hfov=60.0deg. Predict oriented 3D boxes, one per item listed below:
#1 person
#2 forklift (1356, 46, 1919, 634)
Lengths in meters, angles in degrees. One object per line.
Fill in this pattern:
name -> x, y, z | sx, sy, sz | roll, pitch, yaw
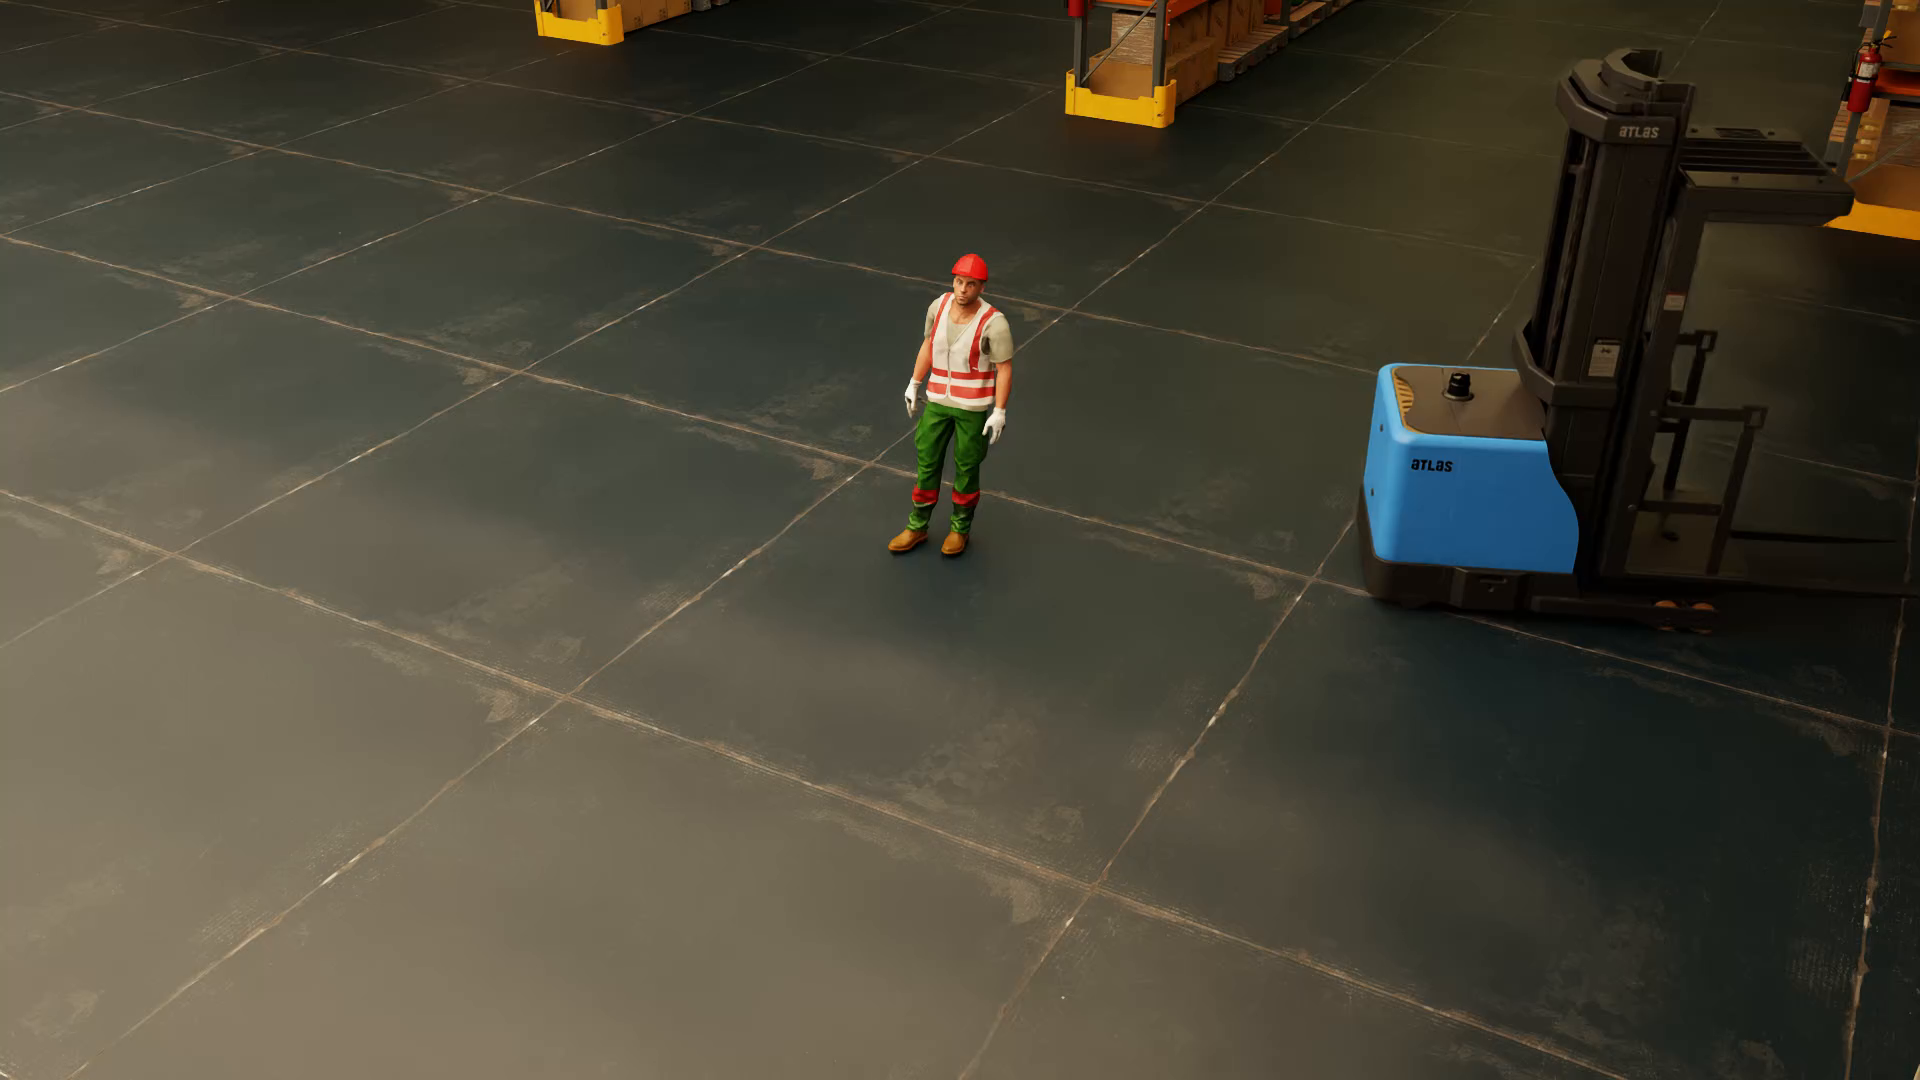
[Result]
person -> -0.049, -0.749, 9.496 | 0.638, 1.787, 0.564 | 15, 33, 25
forklift -> 3.855, -1.039, 8.871 | 3.031, 2.935, 1.130 | 4, 30, 7
